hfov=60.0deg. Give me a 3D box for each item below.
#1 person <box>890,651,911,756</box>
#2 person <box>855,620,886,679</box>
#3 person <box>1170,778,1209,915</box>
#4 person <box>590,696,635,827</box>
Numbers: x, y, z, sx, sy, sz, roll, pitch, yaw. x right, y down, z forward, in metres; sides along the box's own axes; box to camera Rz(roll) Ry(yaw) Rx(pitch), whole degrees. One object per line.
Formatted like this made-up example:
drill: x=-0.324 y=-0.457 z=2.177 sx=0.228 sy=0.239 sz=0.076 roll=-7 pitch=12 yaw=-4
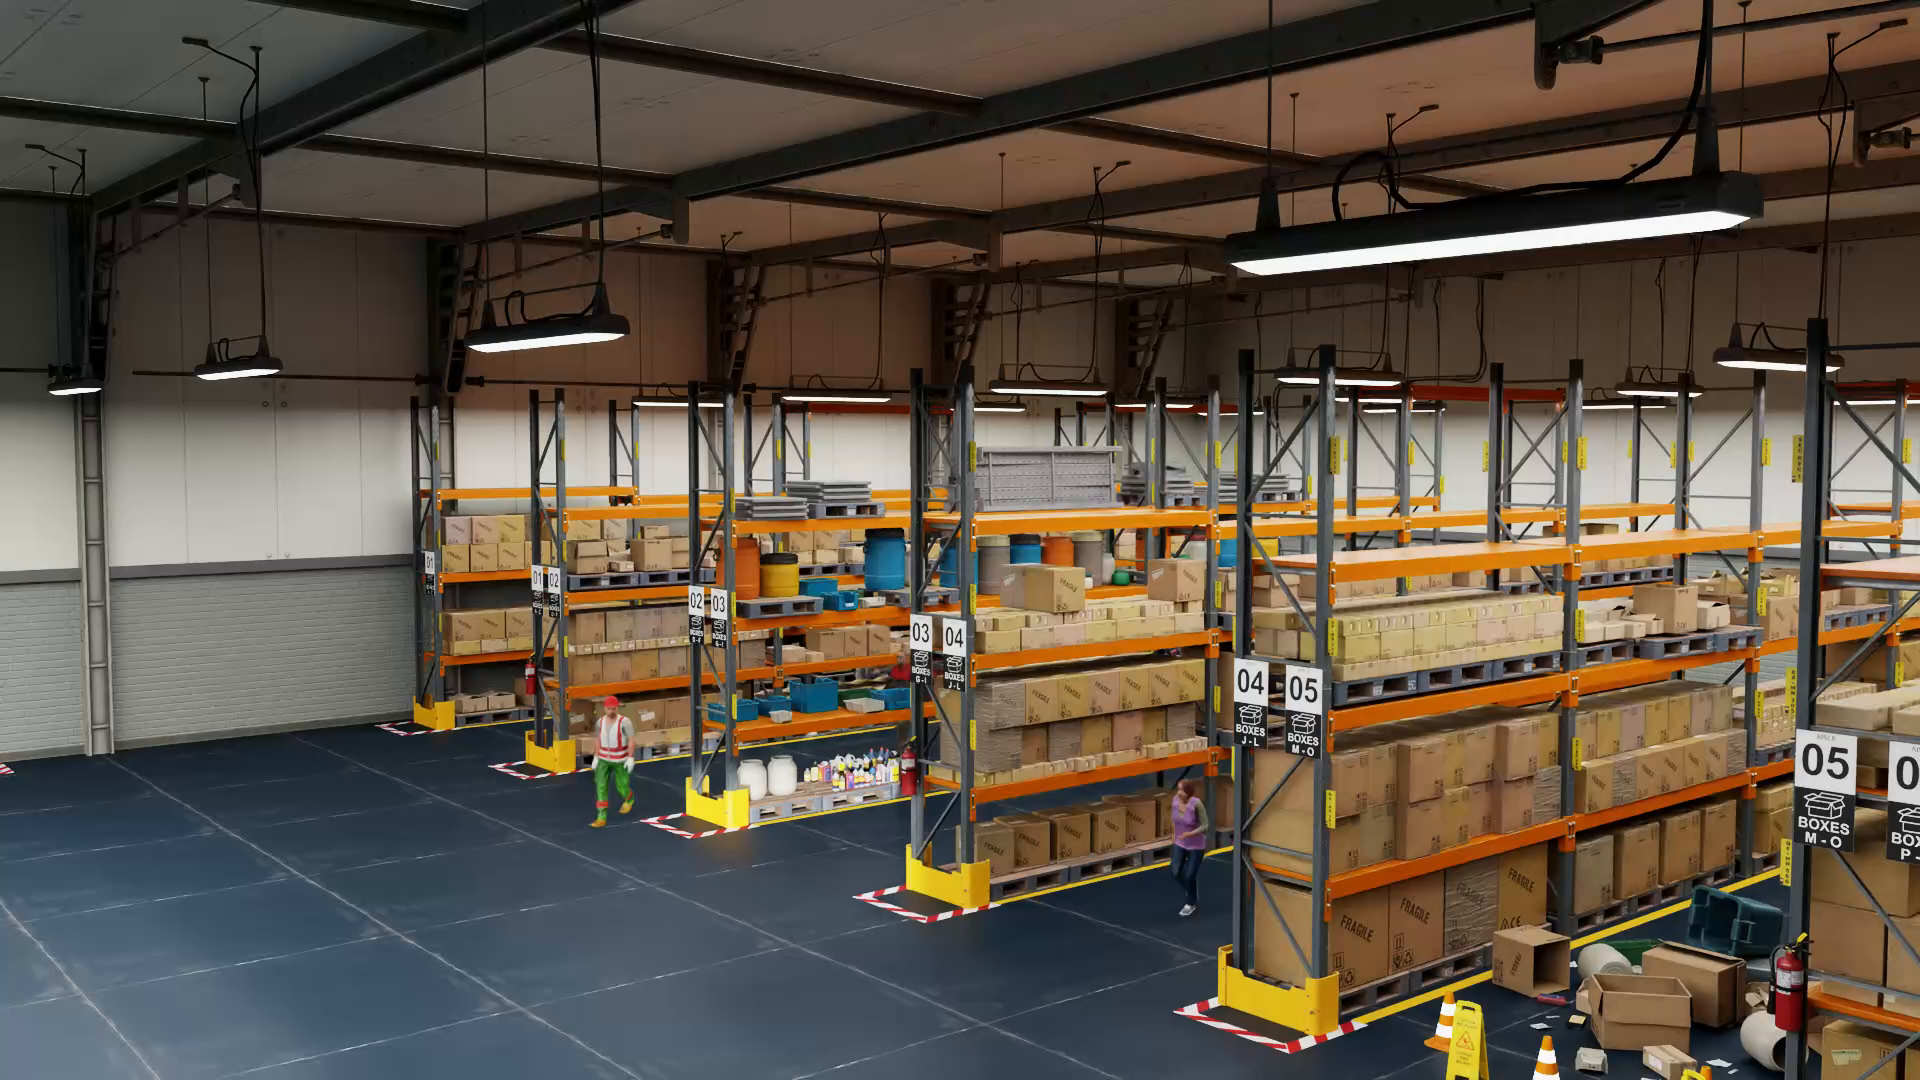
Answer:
person: x=-0.841 y=2.703 z=27.447 sx=0.687 sy=1.780 sz=0.876 roll=3 pitch=4 yaw=41
person: x=-1.850 y=2.354 z=33.849 sx=0.547 sy=1.654 sz=0.877 roll=3 pitch=4 yaw=39
person: x=2.459 y=3.343 z=18.013 sx=0.511 sy=1.513 sz=0.588 roll=2 pitch=4 yaw=30
person: x=-4.669 y=2.963 z=22.489 sx=0.631 sy=1.763 sz=0.820 roll=1 pitch=3 yaw=10
